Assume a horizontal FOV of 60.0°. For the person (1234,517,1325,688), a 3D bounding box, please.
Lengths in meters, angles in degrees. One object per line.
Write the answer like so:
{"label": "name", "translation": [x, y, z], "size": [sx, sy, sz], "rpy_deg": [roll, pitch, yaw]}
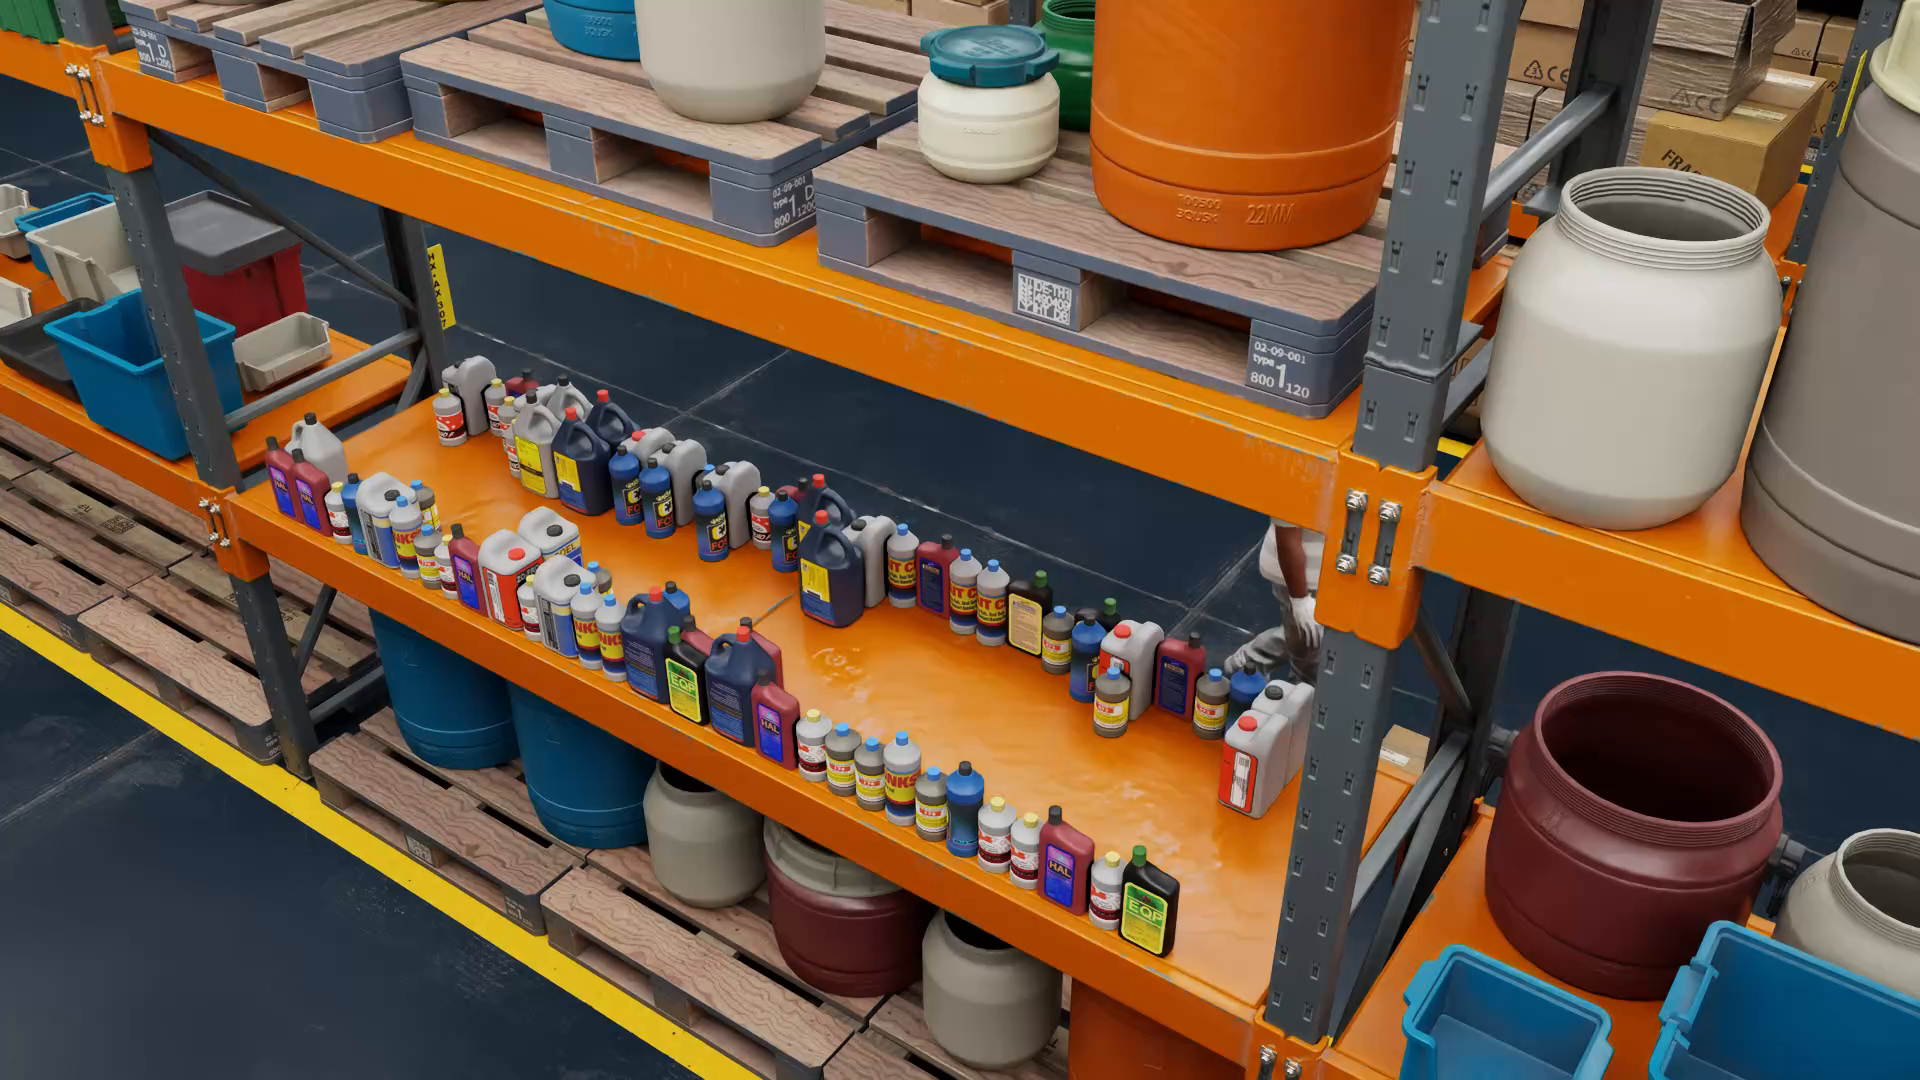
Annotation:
{"label": "person", "translation": [1.235, 0.060, 5.963], "size": [0.498, 1.722, 0.581], "rpy_deg": [16, 37, 22]}
